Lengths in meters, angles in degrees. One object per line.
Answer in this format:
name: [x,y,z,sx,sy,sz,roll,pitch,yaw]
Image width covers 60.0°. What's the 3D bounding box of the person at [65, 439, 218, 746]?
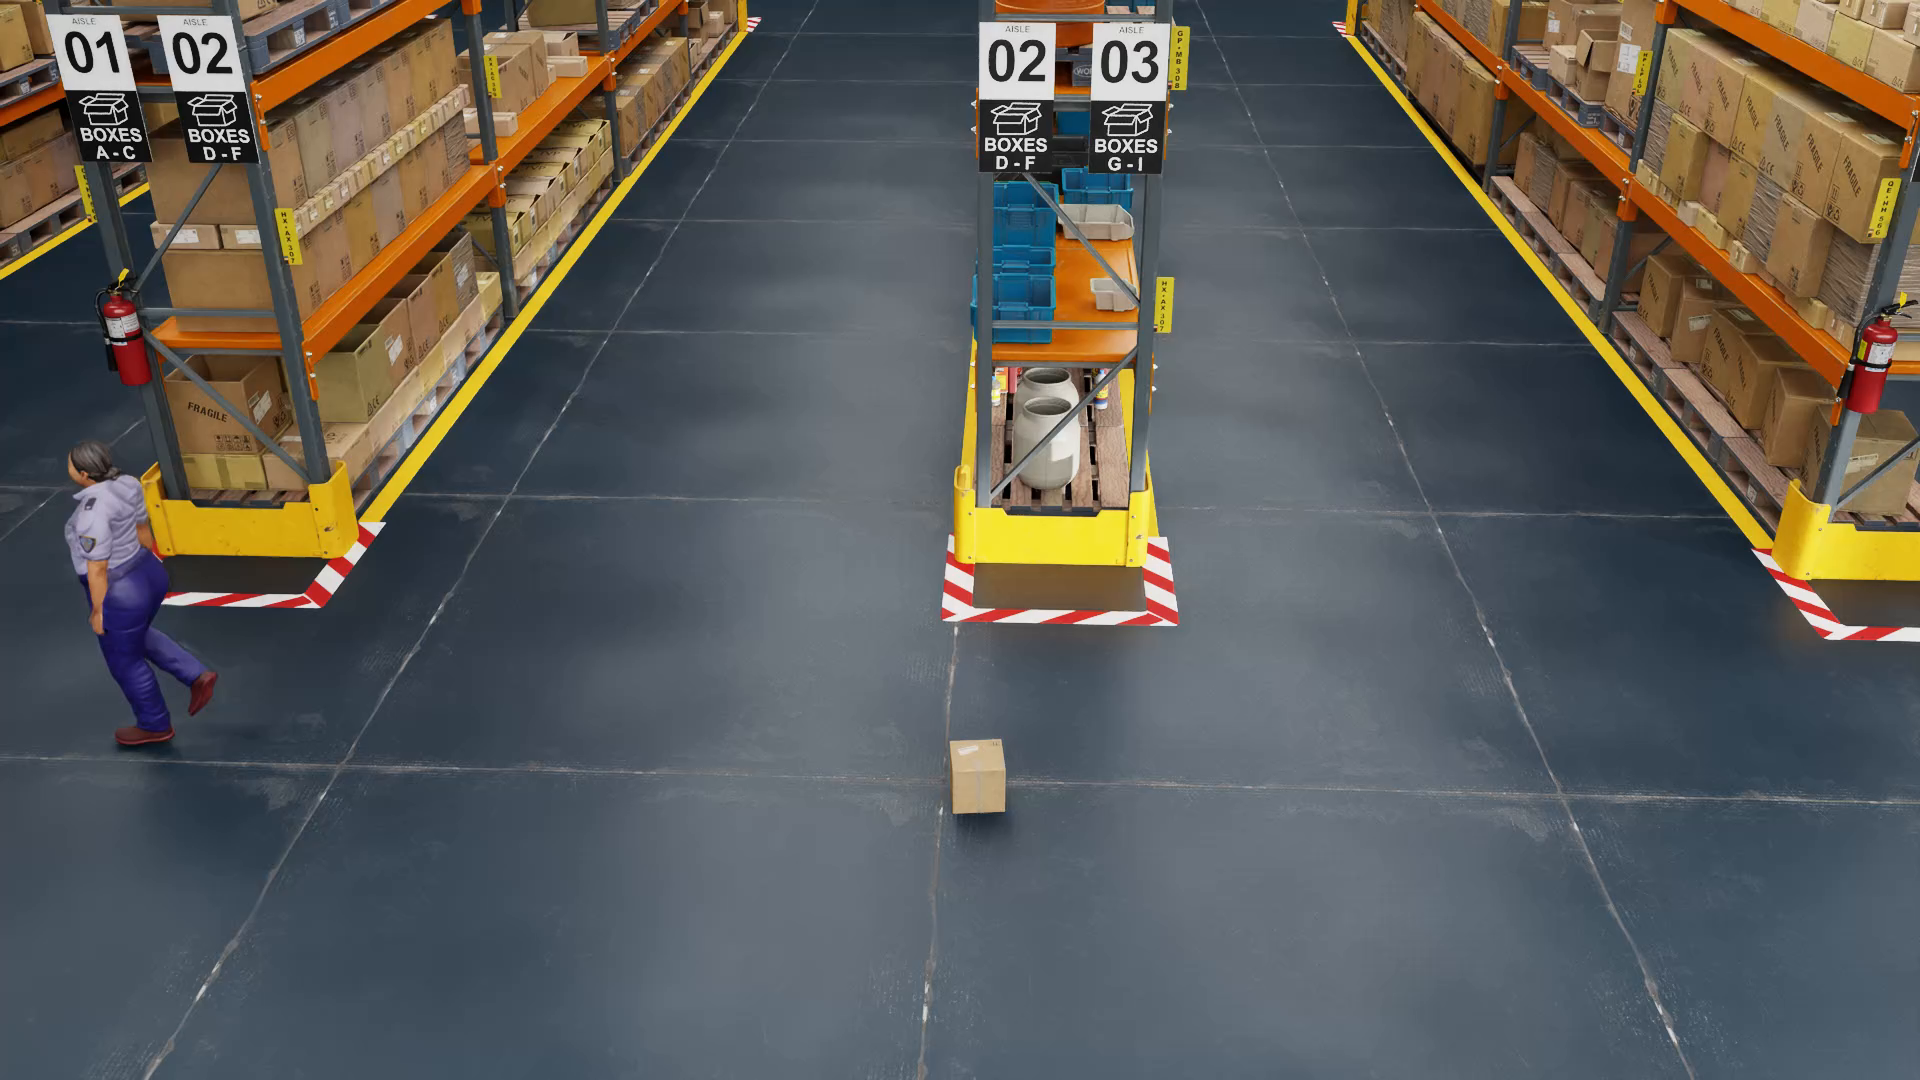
person: [-4.043,0.251,8.129,0.492,1.640,0.478,1,28,2]
